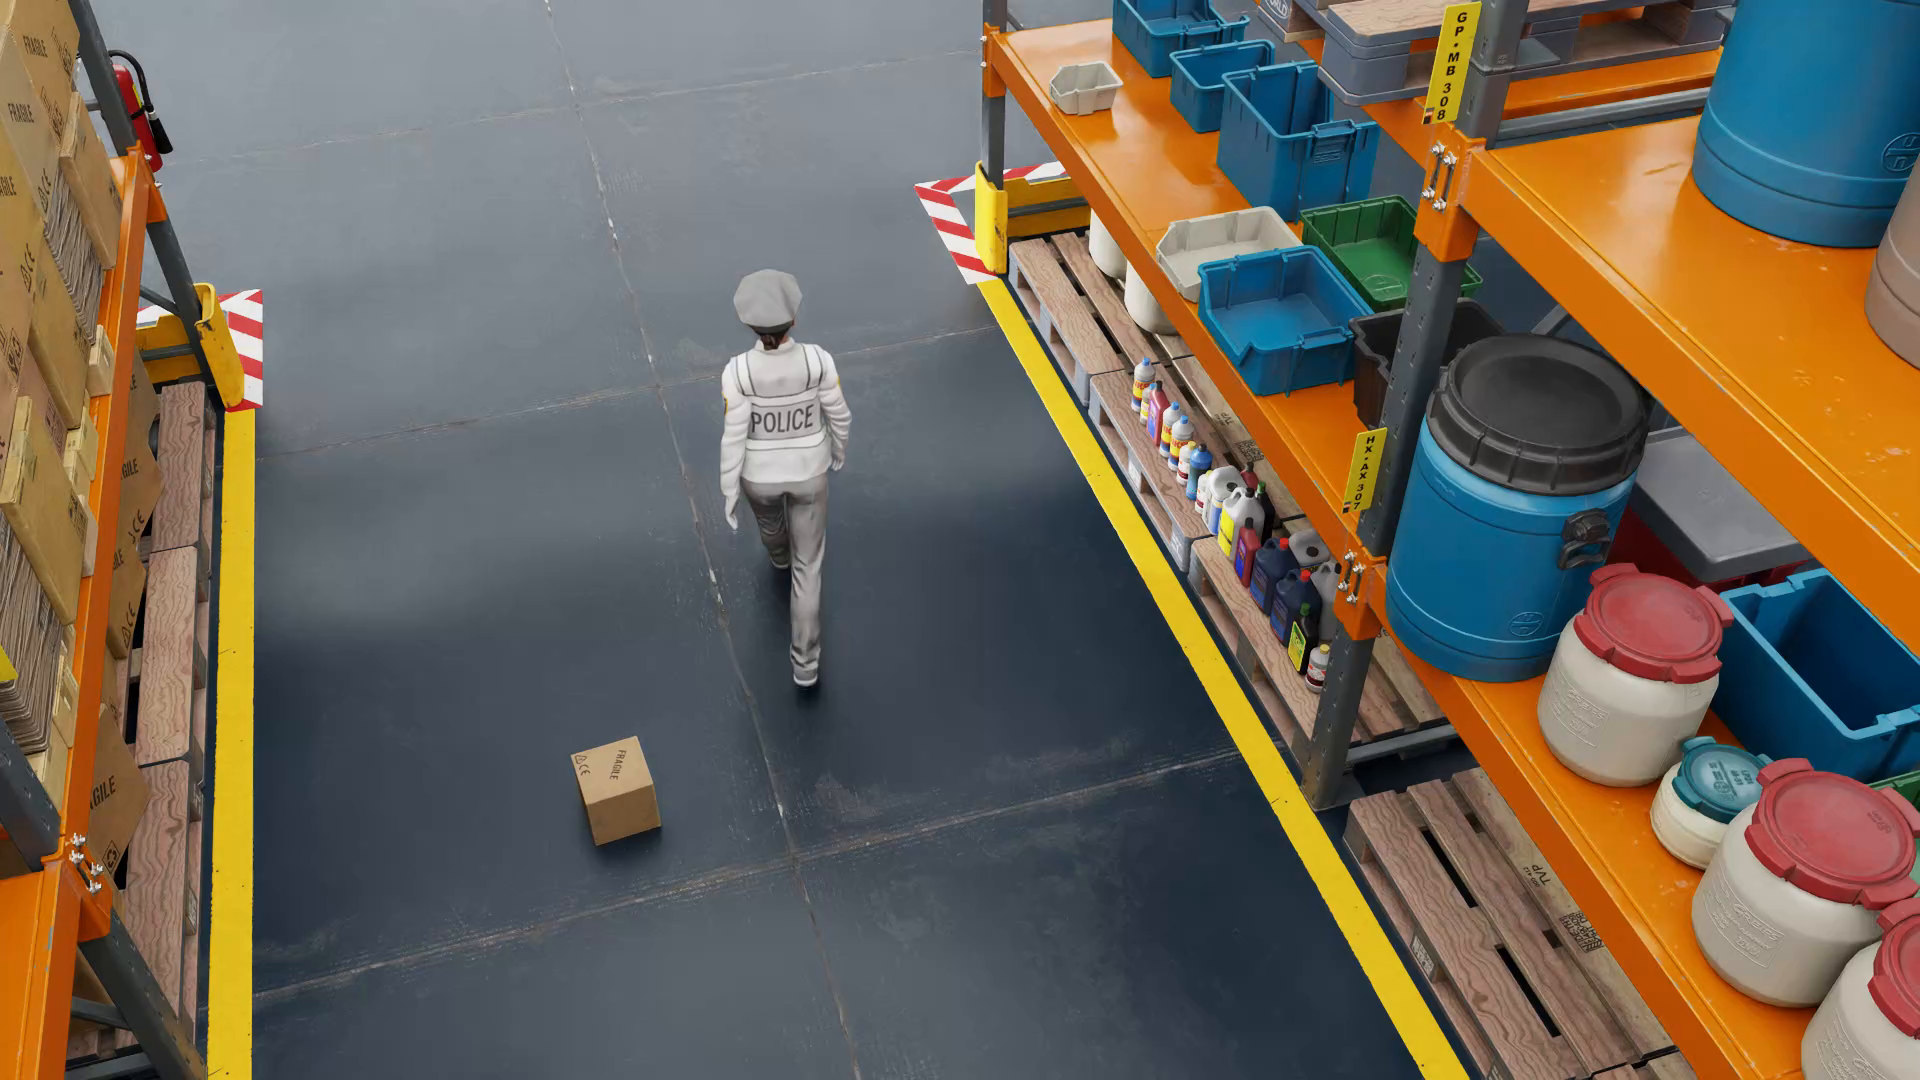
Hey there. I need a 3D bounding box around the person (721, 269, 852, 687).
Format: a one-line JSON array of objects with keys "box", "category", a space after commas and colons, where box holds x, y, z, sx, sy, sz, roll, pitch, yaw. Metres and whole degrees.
[{"box": [-0.671, -0.315, 6.487, 0.515, 1.612, 1.020, -3, 43, -4], "category": "person"}]
